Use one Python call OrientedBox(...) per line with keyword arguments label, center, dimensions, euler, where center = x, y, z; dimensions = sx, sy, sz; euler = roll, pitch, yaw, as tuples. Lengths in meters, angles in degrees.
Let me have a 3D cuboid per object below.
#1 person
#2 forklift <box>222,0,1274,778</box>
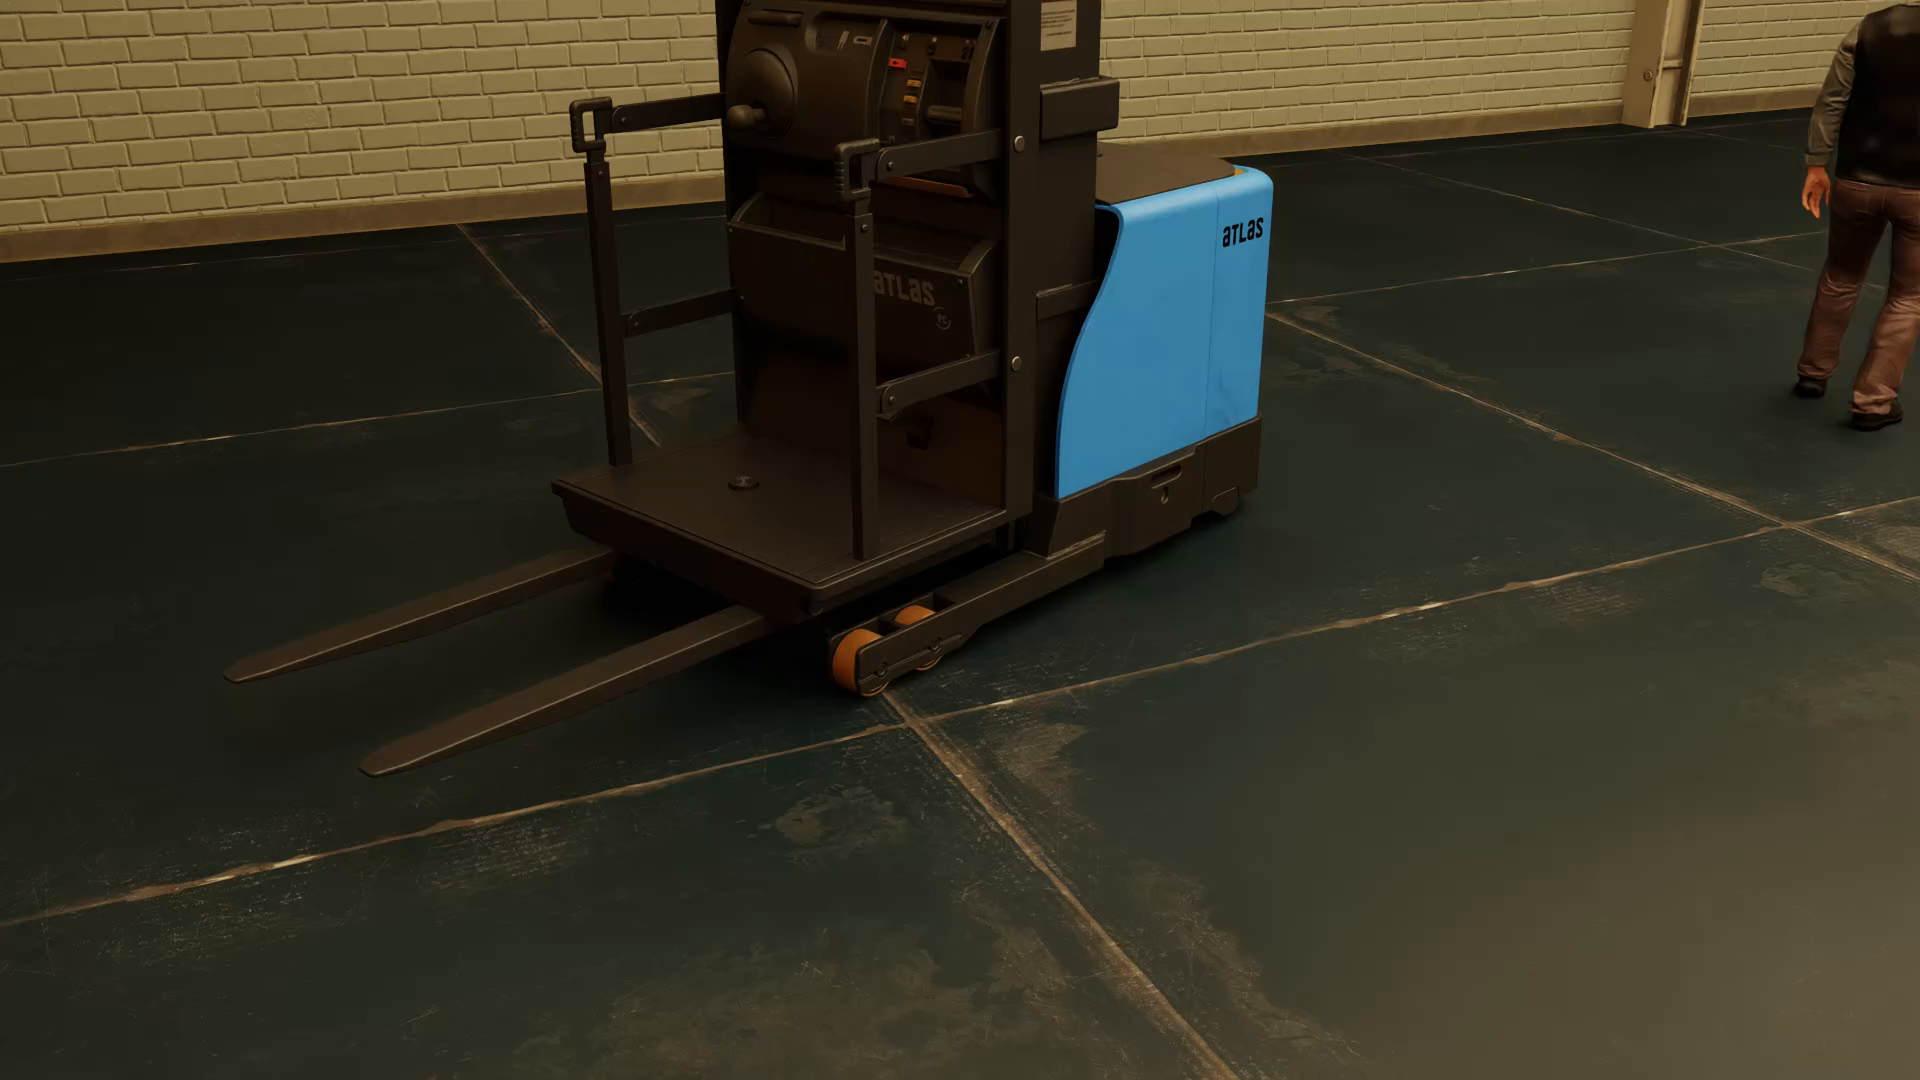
OrientedBox(label="person", center=(3.392, -1.254, 5.977), dimensions=(0.535, 1.763, 0.621), euler=(-19, 29, -39))
OrientedBox(label="forklift", center=(-0.413, -1.182, 4.131), dimensions=(1.130, 2.935, 3.031), euler=(19, 29, 39))
